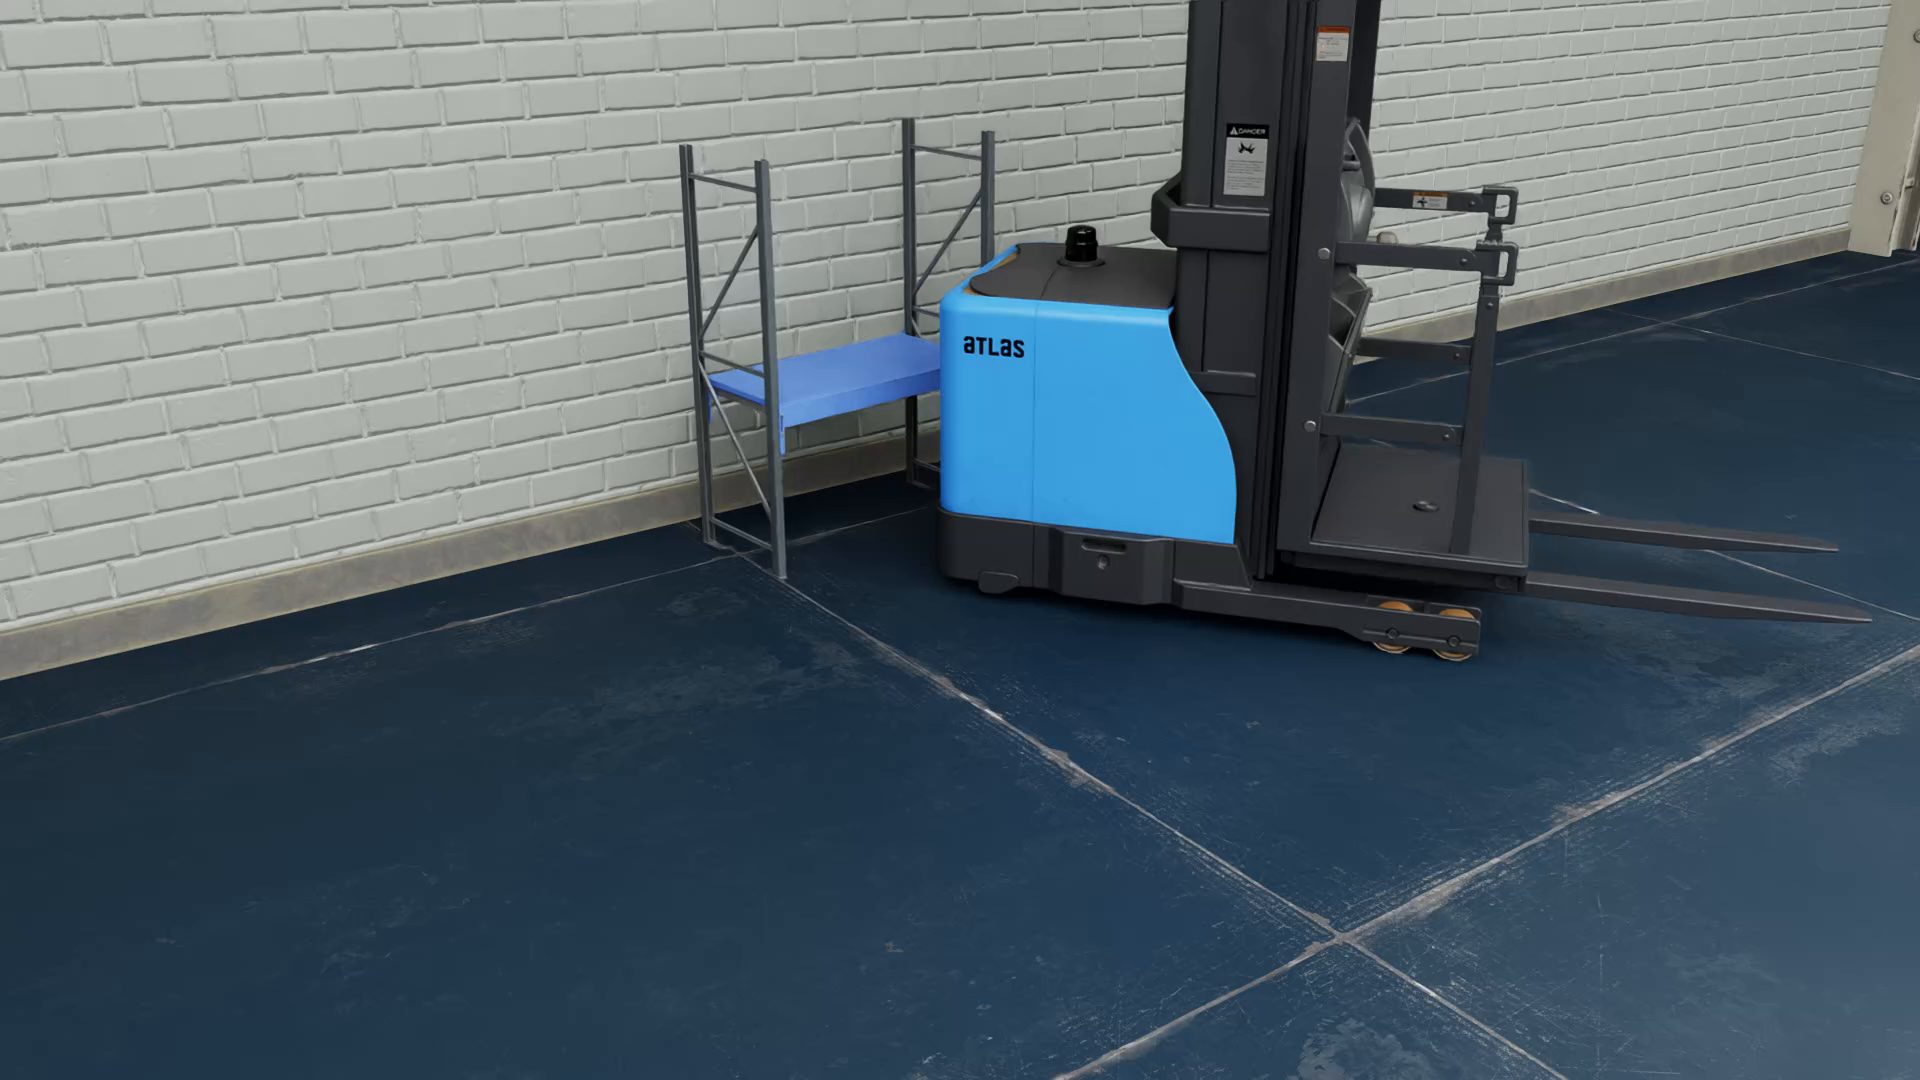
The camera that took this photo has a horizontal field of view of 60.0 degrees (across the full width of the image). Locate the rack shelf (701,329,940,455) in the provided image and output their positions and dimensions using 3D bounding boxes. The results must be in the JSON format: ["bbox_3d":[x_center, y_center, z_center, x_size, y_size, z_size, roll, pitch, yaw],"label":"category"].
[{"bbox_3d":[-0.428,-0.580,6.311,1.000,0.185,0.538,-18,28,-38],"label":"rack shelf"}]

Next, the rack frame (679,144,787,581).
[{"bbox_3d":[-0.807,-0.621,5.930,0.032,1.500,0.500,-18,28,-38],"label":"rack frame"}]

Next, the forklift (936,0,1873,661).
[{"bbox_3d":[1.492,-1.189,5.420,3.031,2.935,1.130,7,23,16],"label":"forklift"}]

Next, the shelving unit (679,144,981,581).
[{"bbox_3d":[-0.431,-0.746,6.241,1.039,1.500,0.538,-18,28,-38],"label":"shelving unit"}]

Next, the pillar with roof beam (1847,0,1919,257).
[{"bbox_3d":[8.805,-4.874,6.468,0.400,9.000,9.100,-15,26,-33],"label":"pillar with roof beam"}]

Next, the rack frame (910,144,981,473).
[{"bbox_3d":[-0.049,-0.873,6.559,0.013,1.308,0.475,-18,28,-38],"label":"rack frame"}]
